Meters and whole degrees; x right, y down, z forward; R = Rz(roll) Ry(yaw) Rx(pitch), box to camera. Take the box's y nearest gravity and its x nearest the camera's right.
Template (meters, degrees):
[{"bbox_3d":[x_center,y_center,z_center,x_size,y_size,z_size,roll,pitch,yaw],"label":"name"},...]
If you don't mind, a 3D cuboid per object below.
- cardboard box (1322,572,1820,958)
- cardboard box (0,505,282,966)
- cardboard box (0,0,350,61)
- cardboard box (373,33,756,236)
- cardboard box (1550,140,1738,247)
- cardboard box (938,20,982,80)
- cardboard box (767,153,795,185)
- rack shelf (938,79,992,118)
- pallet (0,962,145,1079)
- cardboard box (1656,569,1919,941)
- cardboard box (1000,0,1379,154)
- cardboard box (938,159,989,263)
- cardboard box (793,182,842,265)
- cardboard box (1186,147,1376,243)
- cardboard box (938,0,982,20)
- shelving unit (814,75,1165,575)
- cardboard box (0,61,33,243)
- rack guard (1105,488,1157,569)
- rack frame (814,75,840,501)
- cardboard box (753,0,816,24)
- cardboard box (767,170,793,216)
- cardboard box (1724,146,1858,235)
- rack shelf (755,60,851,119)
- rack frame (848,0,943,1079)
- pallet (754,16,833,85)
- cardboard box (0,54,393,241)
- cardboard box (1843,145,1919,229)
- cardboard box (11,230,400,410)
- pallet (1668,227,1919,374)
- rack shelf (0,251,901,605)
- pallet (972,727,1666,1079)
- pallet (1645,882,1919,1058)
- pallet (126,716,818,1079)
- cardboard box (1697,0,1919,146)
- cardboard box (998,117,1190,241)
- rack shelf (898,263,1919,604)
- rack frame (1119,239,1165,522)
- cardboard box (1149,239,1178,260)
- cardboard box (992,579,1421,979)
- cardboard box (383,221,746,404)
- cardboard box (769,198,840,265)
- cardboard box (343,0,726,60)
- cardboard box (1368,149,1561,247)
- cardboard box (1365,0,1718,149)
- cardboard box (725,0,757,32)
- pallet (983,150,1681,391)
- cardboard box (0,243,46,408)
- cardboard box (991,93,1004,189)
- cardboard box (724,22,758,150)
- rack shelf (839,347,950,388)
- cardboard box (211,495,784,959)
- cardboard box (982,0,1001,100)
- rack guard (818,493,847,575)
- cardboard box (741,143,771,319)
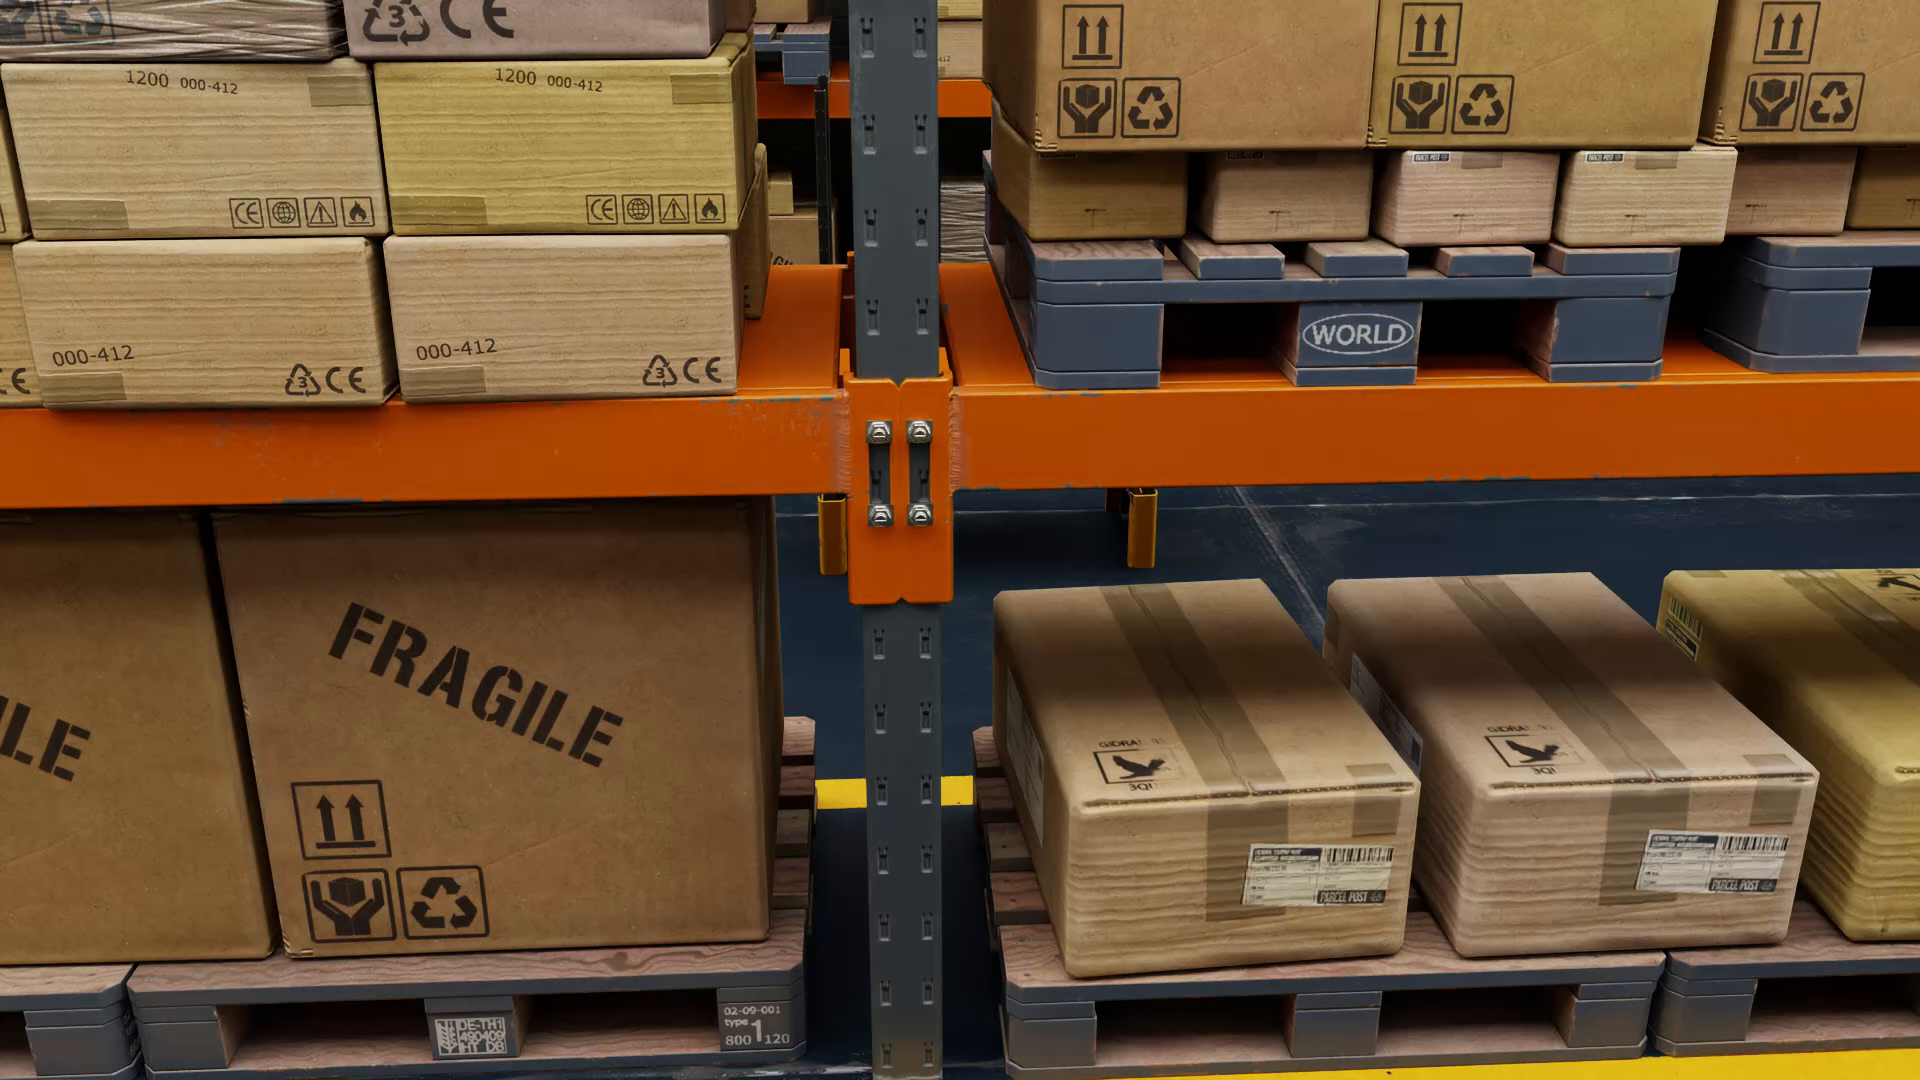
[{"bbox_3d":[1.178,0.418,3.411,0.625,0.372,0.950,-2,21,-4],"label":"cardboard box"},{"bbox_3d":[-1.708,0.209,3.251,0.875,0.875,0.875,-1,21,-2],"label":"cardboard box"},{"bbox_3d":[-1.136,-0.986,2.448,0.500,0.500,0.500,-1,21,-2],"label":"cardboard box"},{"bbox_3d":[-0.592,-0.652,2.626,0.500,0.250,0.500,-1,21,-3],"label":"cardboard box"},{"bbox_3d":[1.048,-0.589,2.715,0.250,0.149,0.380,-1,21,-3],"label":"cardboard box"},{"bbox_3d":[0.047,-2.204,7.404,0.500,0.250,0.500,-1,21,-3],"label":"cardboard box"},{"bbox_3d":[-0.949,-1.783,8.099,0.250,0.149,0.380,0,21,0],"label":"cardboard box"},{"bbox_3d":[1.587,-2.056,7.817,4.000,0.370,1.077,-1,21,-3],"label":"rack shelf"},{"bbox_3d":[-2.130,0.728,3.413,1.213,0.211,1.003,-1,21,-3],"label":"pallet"},{"bbox_3d":[1.935,0.404,3.446,0.625,0.372,0.950,0,21,-1],"label":"cardboard box"},{"bbox_3d":[0.339,-0.897,2.613,0.500,0.500,0.500,-2,21,-5],"label":"cardboard box"},{"bbox_3d":[0.213,-1.446,7.950,0.625,0.625,0.875,-1,21,-1],"label":"cardboard box"},{"bbox_3d":[-0.847,-1.471,8.191,0.500,0.500,0.500,0,21,-1],"label":"cardboard box"},{"bbox_3d":[0.496,-0.602,2.748,0.250,0.149,0.380,-2,21,-6],"label":"cardboard box"},{"bbox_3d":[0.048,-2.428,7.292,0.500,0.250,0.500,-1,21,-3],"label":"cardboard box"},{"bbox_3d":[0.076,-0.702,5.358,1.083,1.500,0.587,-1,21,-3],"label":"shelving unit"},{"bbox_3d":[-1.614,-0.622,2.548,0.500,0.250,0.500,-2,21,-4],"label":"cardboard box"},{"bbox_3d":[0.573,-0.128,5.607,0.087,0.250,0.587,-1,21,-3],"label":"rack guard"},{"bbox_3d":[-0.422,-0.692,5.332,0.032,1.500,0.500,-1,21,-3],"label":"rack frame"},{"bbox_3d":[-0.933,-2.640,7.608,0.500,0.500,0.500,0,21,-1],"label":"cardboard box"},{"bbox_3d":[-0.889,-1.583,7.574,0.250,0.149,0.380,-2,21,-6],"label":"cardboard box"},{"bbox_3d":[1.284,-0.622,2.801,0.250,0.149,0.380,0,21,0],"label":"cardboard box"},{"bbox_3d":[-2.407,-1.975,7.603,4.000,0.370,1.077,-1,21,-3],"label":"rack shelf"},{"bbox_3d":[-0.123,-0.588,2.951,0.127,3.000,1.000,-1,21,-3],"label":"rack frame"},{"bbox_3d":[-1.083,-2.223,7.514,1.003,0.211,1.213,-1,21,-3],"label":"pallet"},{"bbox_3d":[-1.104,-0.640,2.595,0.500,0.250,0.500,-2,21,-4],"label":"cardboard box"},{"bbox_3d":[1.564,-0.641,2.852,0.250,0.149,0.380,0,21,-1],"label":"cardboard box"},{"bbox_3d":[-1.122,-0.400,2.666,0.500,0.250,0.500,-1,21,-2],"label":"cardboard box"},{"bbox_3d":[1.851,-0.554,3.129,1.213,0.211,1.003,-1,21,-3],"label":"pallet"},{"bbox_3d":[-2.120,-0.212,2.972,4.000,0.370,1.077,-1,21,-3],"label":"rack shelf"},{"bbox_3d":[0.657,0.699,3.487,1.213,0.211,1.003,-1,21,-3],"label":"pallet"},{"bbox_3d":[1.872,0.676,3.549,1.213,0.211,1.003,-1,21,-3],"label":"pallet"},{"bbox_3d":[-0.914,0.704,3.475,1.213,0.211,1.003,-1,21,-3],"label":"pallet"},{"bbox_3d":[1.389,-0.924,2.682,0.500,0.500,0.500,-1,21,-2],"label":"cardboard box"},{"bbox_3d":[0.212,-0.608,2.765,0.250,0.149,0.380,-2,21,-6],"label":"cardboard box"},{"bbox_3d":[1.874,-0.293,3.185,4.000,0.370,1.077,-1,21,-3],"label":"rack shelf"},{"bbox_3d":[0.593,-0.713,5.386,0.032,1.500,0.500,-1,21,-3],"label":"rack frame"},{"bbox_3d":[0.865,-1.462,7.992,0.625,0.625,0.875,0,21,-1],"label":"cardboard box"},{"bbox_3d":[0.442,0.435,3.364,0.625,0.372,0.950,-3,21,-7],"label":"cardboard box"},{"bbox_3d":[-0.613,-0.416,2.708,0.500,0.250,0.500,-2,21,-5],"label":"cardboard box"},{"bbox_3d":[-0.820,-1.295,7.729,0.500,0.500,0.500,-1,21,-1],"label":"cardboard box"},{"bbox_3d":[-0.624,-0.999,2.483,0.500,0.500,0.500,-2,21,-5],"label":"cardboard box"},{"bbox_3d":[0.772,-0.591,2.720,0.250,0.149,0.380,-3,21,-7],"label":"cardboard box"},{"bbox_3d":[0.859,-0.910,2.648,0.500,0.500,0.500,0,21,0],"label":"cardboard box"},{"bbox_3d":[-0.629,-1.179,2.957,0.500,0.500,0.500,-2,21,-5],"label":"cardboard box"},{"bbox_3d":[0.582,-0.551,3.122,1.003,0.211,1.213,-1,21,-3],"label":"pallet"},{"bbox_3d":[-1.626,-0.395,2.654,0.500,0.250,0.500,-1,21,-4],"label":"cardboard box"},{"bbox_3d":[0.191,-0.757,3.158,0.250,0.149,0.380,0,21,-1],"label":"cardboard box"},{"bbox_3d":[-0.643,-0.829,3.092,0.500,0.250,0.500,-1,21,-3],"label":"cardboard box"},{"bbox_3d":[0.085,-0.535,5.423,1.000,0.185,0.538,-1,21,-3],"label":"rack shelf"},{"bbox_3d":[-0.817,0.193,3.295,0.875,0.875,0.875,-1,21,-4],"label":"cardboard box"},{"bbox_3d":[0.315,-1.078,3.089,0.500,0.500,0.500,-2,21,-5],"label":"cardboard box"},{"bbox_3d":[-0.421,-0.108,5.554,0.087,0.250,0.587,-1,21,-3],"label":"rack guard"},{"bbox_3d":[-0.626,-0.598,3.186,0.500,0.250,0.500,-2,21,-4],"label":"cardboard box"}]
